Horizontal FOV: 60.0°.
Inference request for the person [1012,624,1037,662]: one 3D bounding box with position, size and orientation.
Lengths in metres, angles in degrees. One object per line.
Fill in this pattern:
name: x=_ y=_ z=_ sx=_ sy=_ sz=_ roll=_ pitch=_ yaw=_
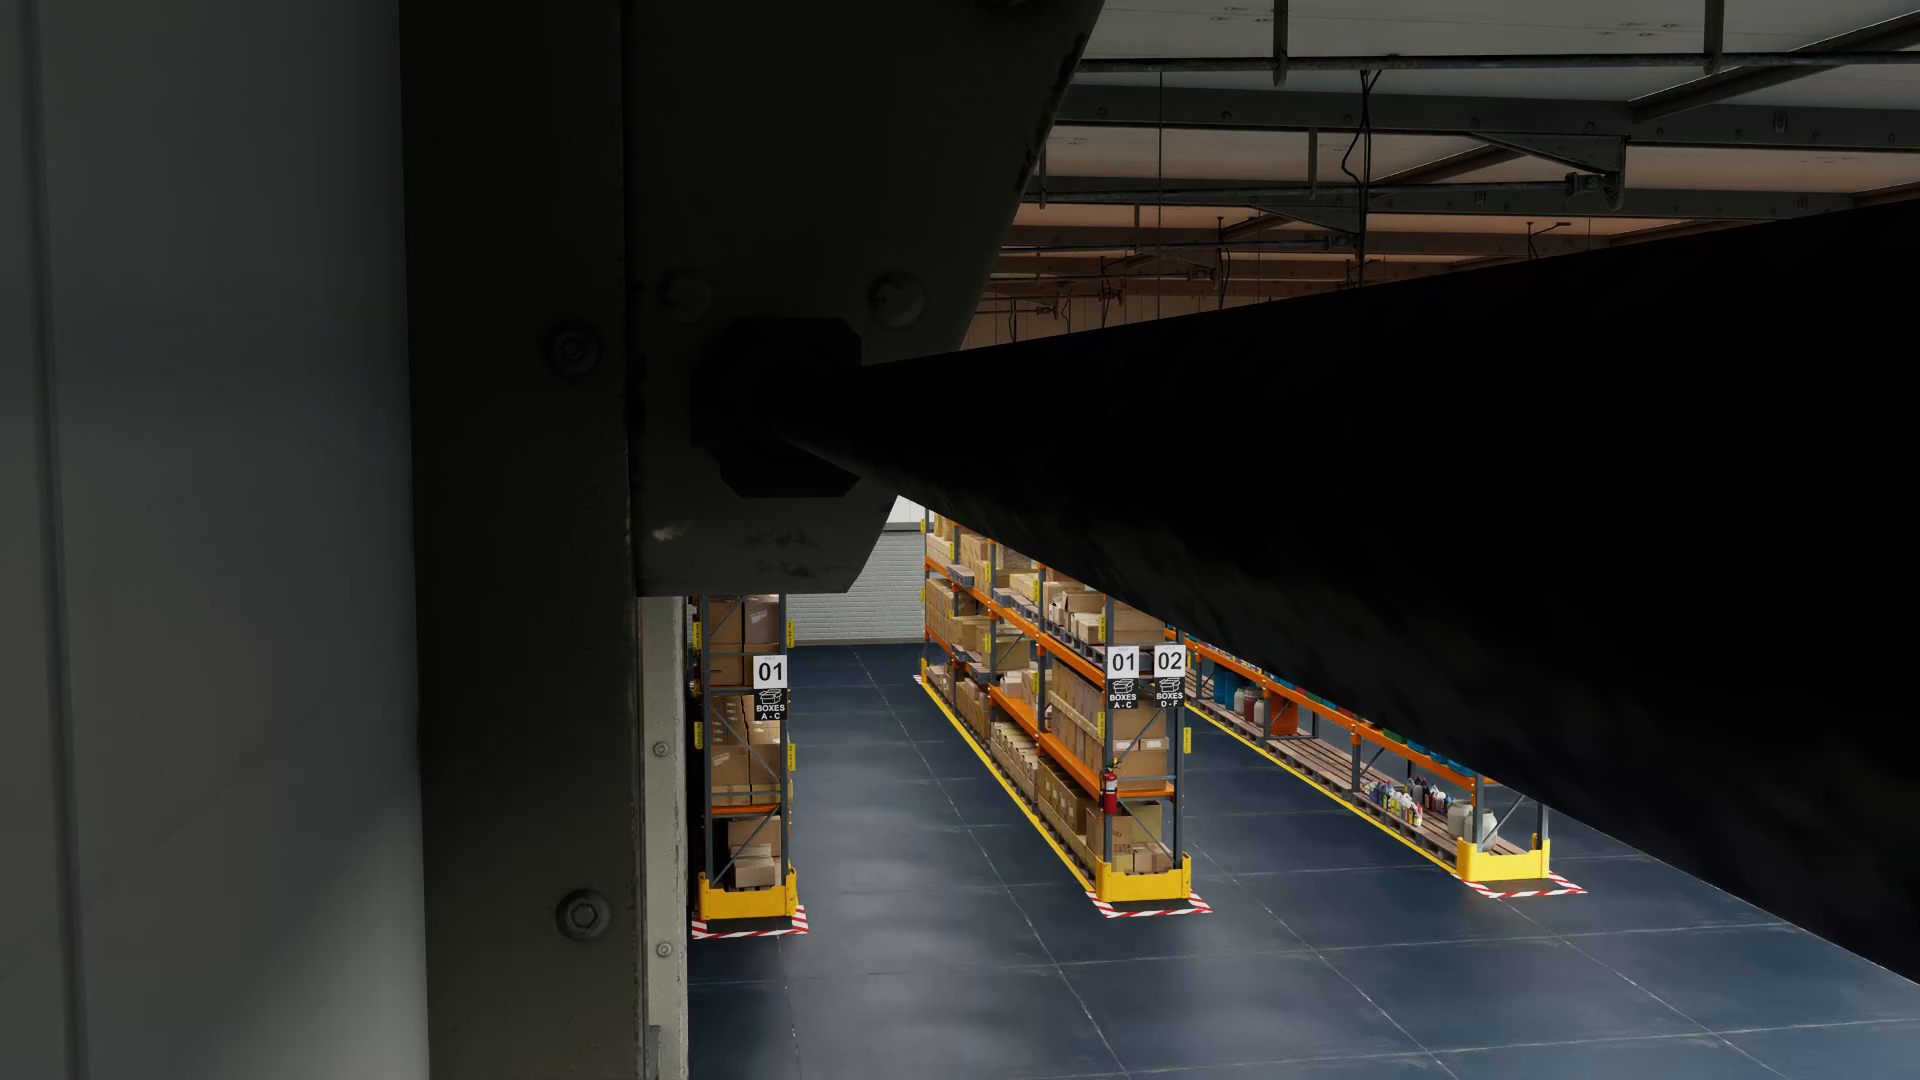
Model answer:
person: x=1.371 y=2.317 z=36.527 sx=0.630 sy=1.610 sz=0.528 roll=-2 pitch=5 yaw=-23
